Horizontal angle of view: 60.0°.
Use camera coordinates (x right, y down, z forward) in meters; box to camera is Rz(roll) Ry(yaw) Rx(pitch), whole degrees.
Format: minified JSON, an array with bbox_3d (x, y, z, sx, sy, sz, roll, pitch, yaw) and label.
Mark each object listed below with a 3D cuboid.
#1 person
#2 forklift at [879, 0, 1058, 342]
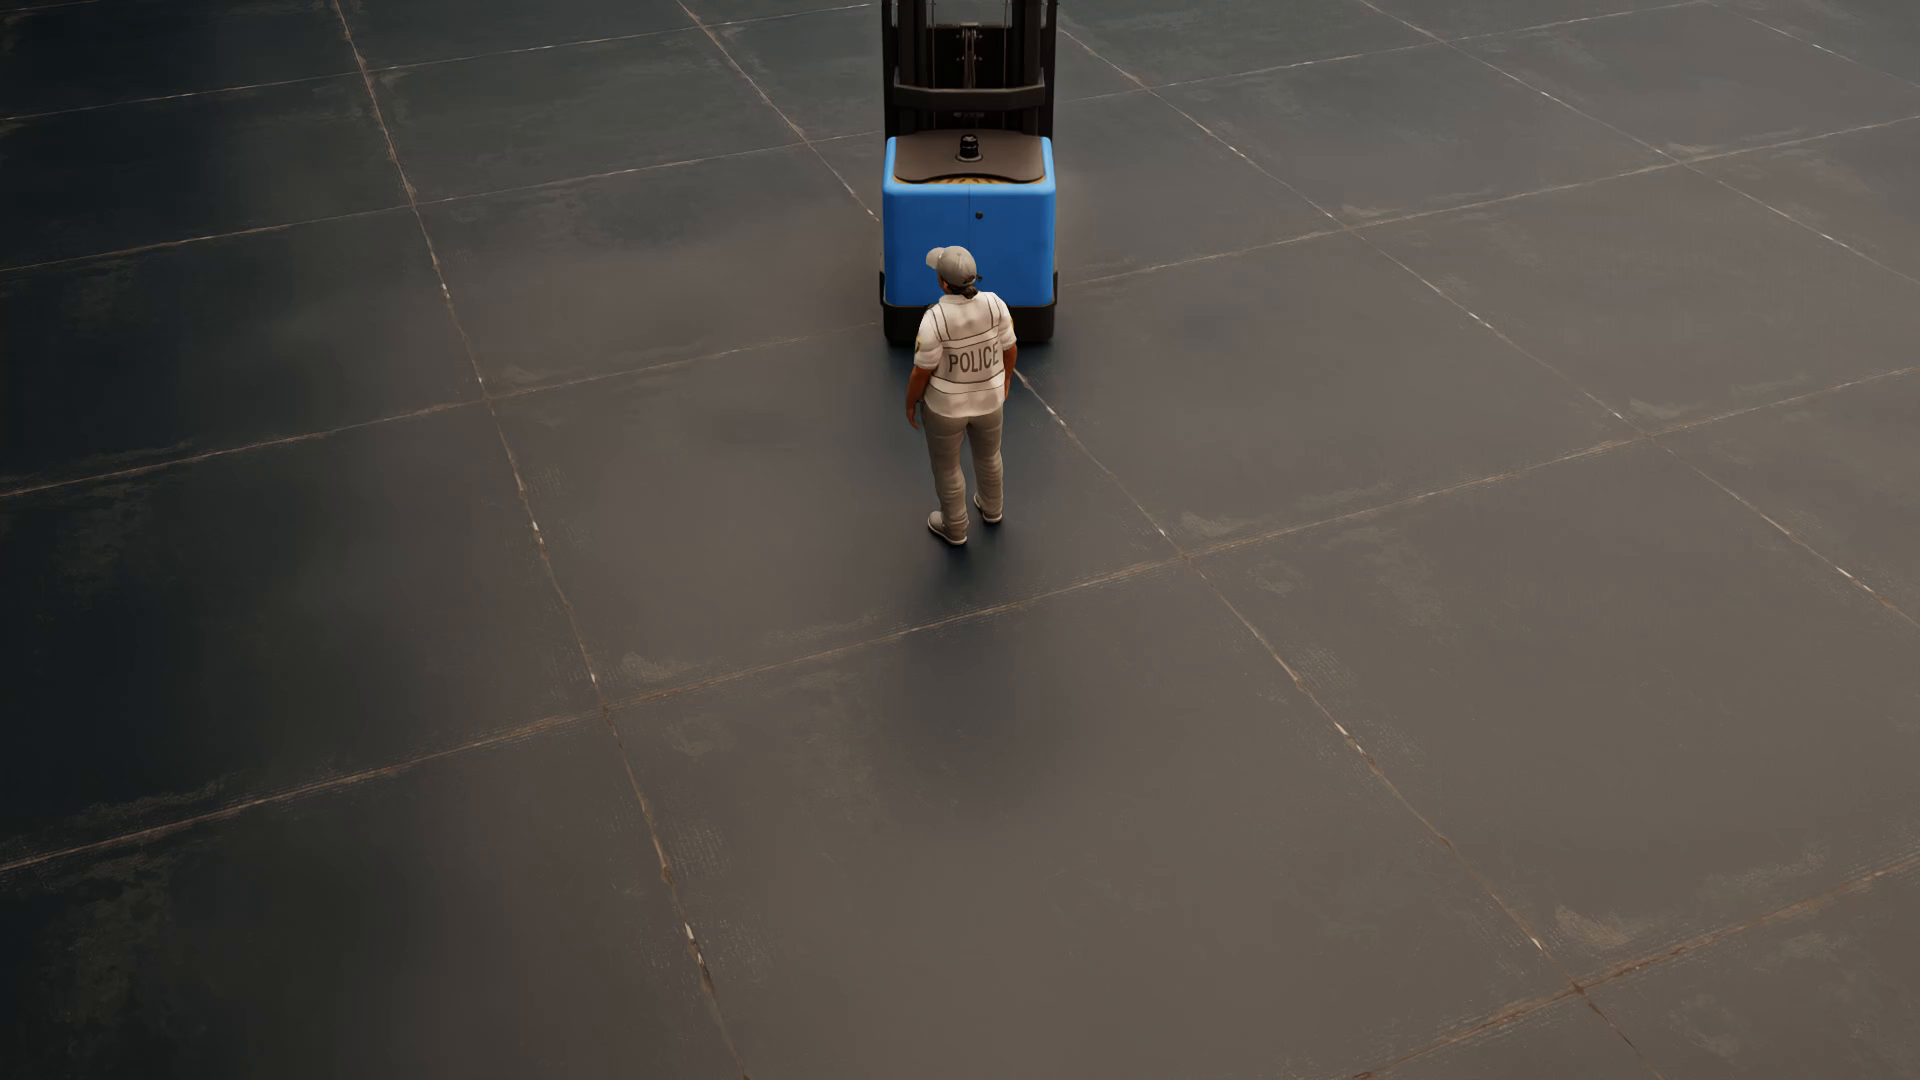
[{"bbox_3d":[-0.009,-0.731,8.206,0.598,1.670,0.529,-14,38,-19],"label":"person"},{"bbox_3d":[0.057,-3.232,10.643,1.130,2.935,3.031,0,35,0],"label":"forklift"}]
